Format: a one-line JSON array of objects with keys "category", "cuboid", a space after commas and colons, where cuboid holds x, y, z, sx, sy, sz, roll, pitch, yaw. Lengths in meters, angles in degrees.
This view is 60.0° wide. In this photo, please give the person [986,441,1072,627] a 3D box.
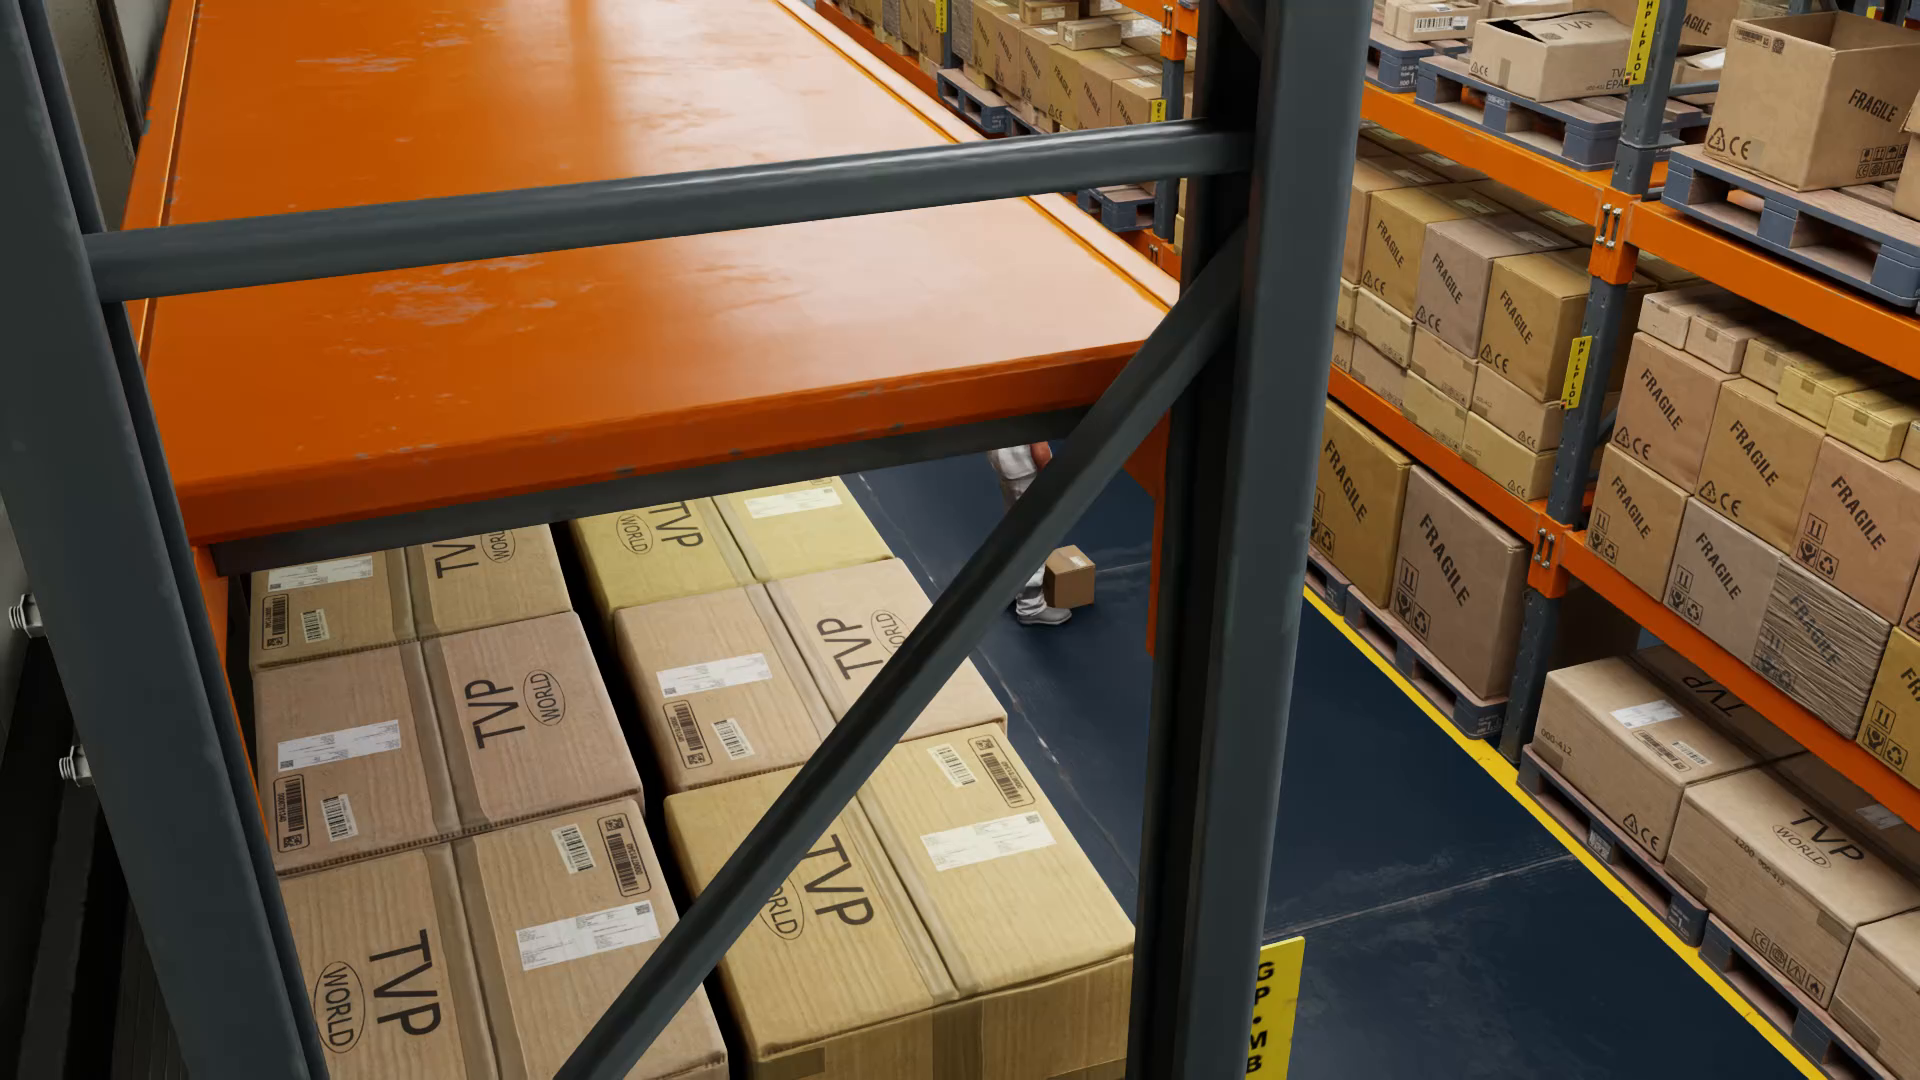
[{"category": "person", "cuboid": [0.370, -0.410, 8.835, 0.448, 1.780, 0.608, -10, 31, -17]}]
